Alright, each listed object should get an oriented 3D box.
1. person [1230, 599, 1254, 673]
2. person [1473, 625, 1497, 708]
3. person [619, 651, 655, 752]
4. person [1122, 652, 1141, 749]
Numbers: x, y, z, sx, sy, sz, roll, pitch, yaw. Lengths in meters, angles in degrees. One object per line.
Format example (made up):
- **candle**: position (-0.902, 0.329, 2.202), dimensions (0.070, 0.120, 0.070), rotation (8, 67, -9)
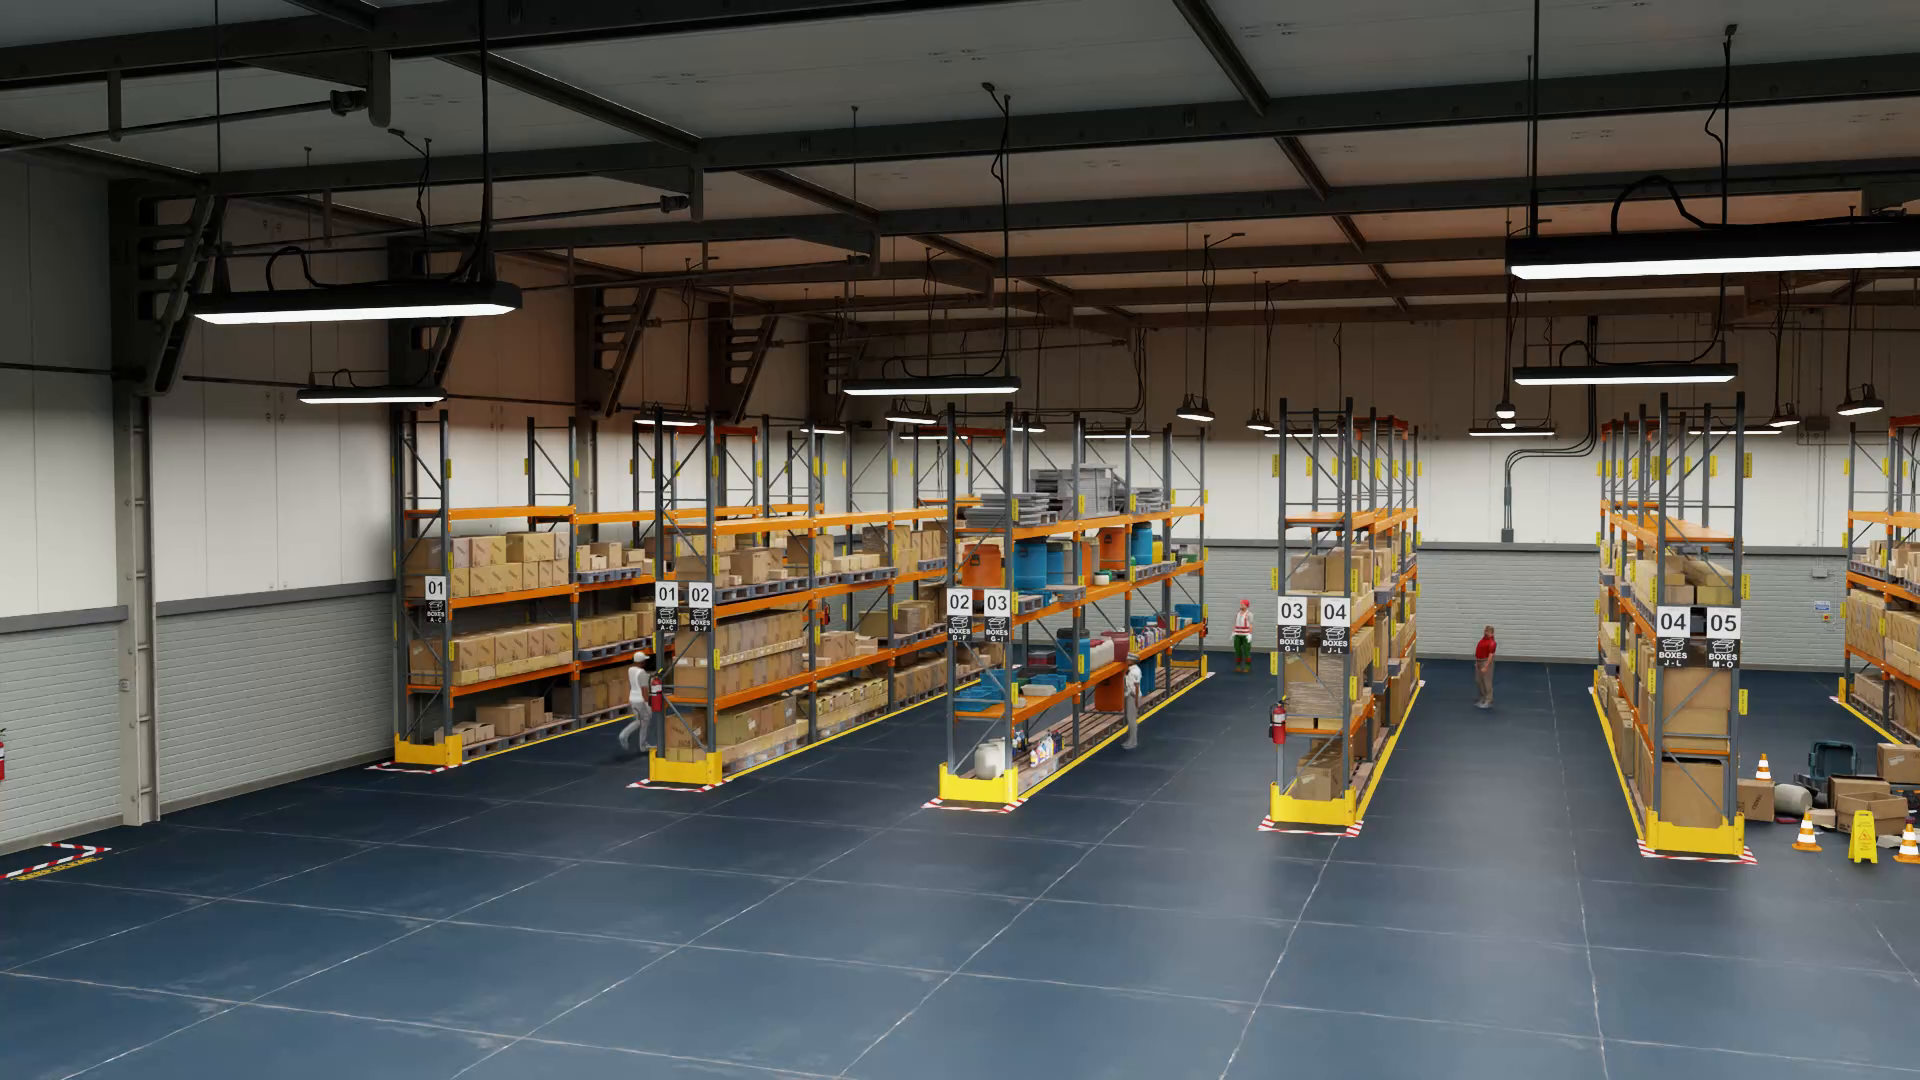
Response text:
- **person**: position (6.918, 2.356, 40.833), dimensions (0.569, 1.797, 0.396), rotation (1, 3, 28)
- **person**: position (11.023, 2.661, 34.997), dimensions (0.407, 1.745, 0.647), rotation (0, 2, -10)
- **person**: position (-5.669, 2.846, 29.266), dimensions (0.669, 1.777, 0.566), rotation (-2, 3, -39)
- **person**: position (3.085, 2.887, 29.969), dimensions (0.370, 1.708, 0.583), rotation (0, 2, -1)
